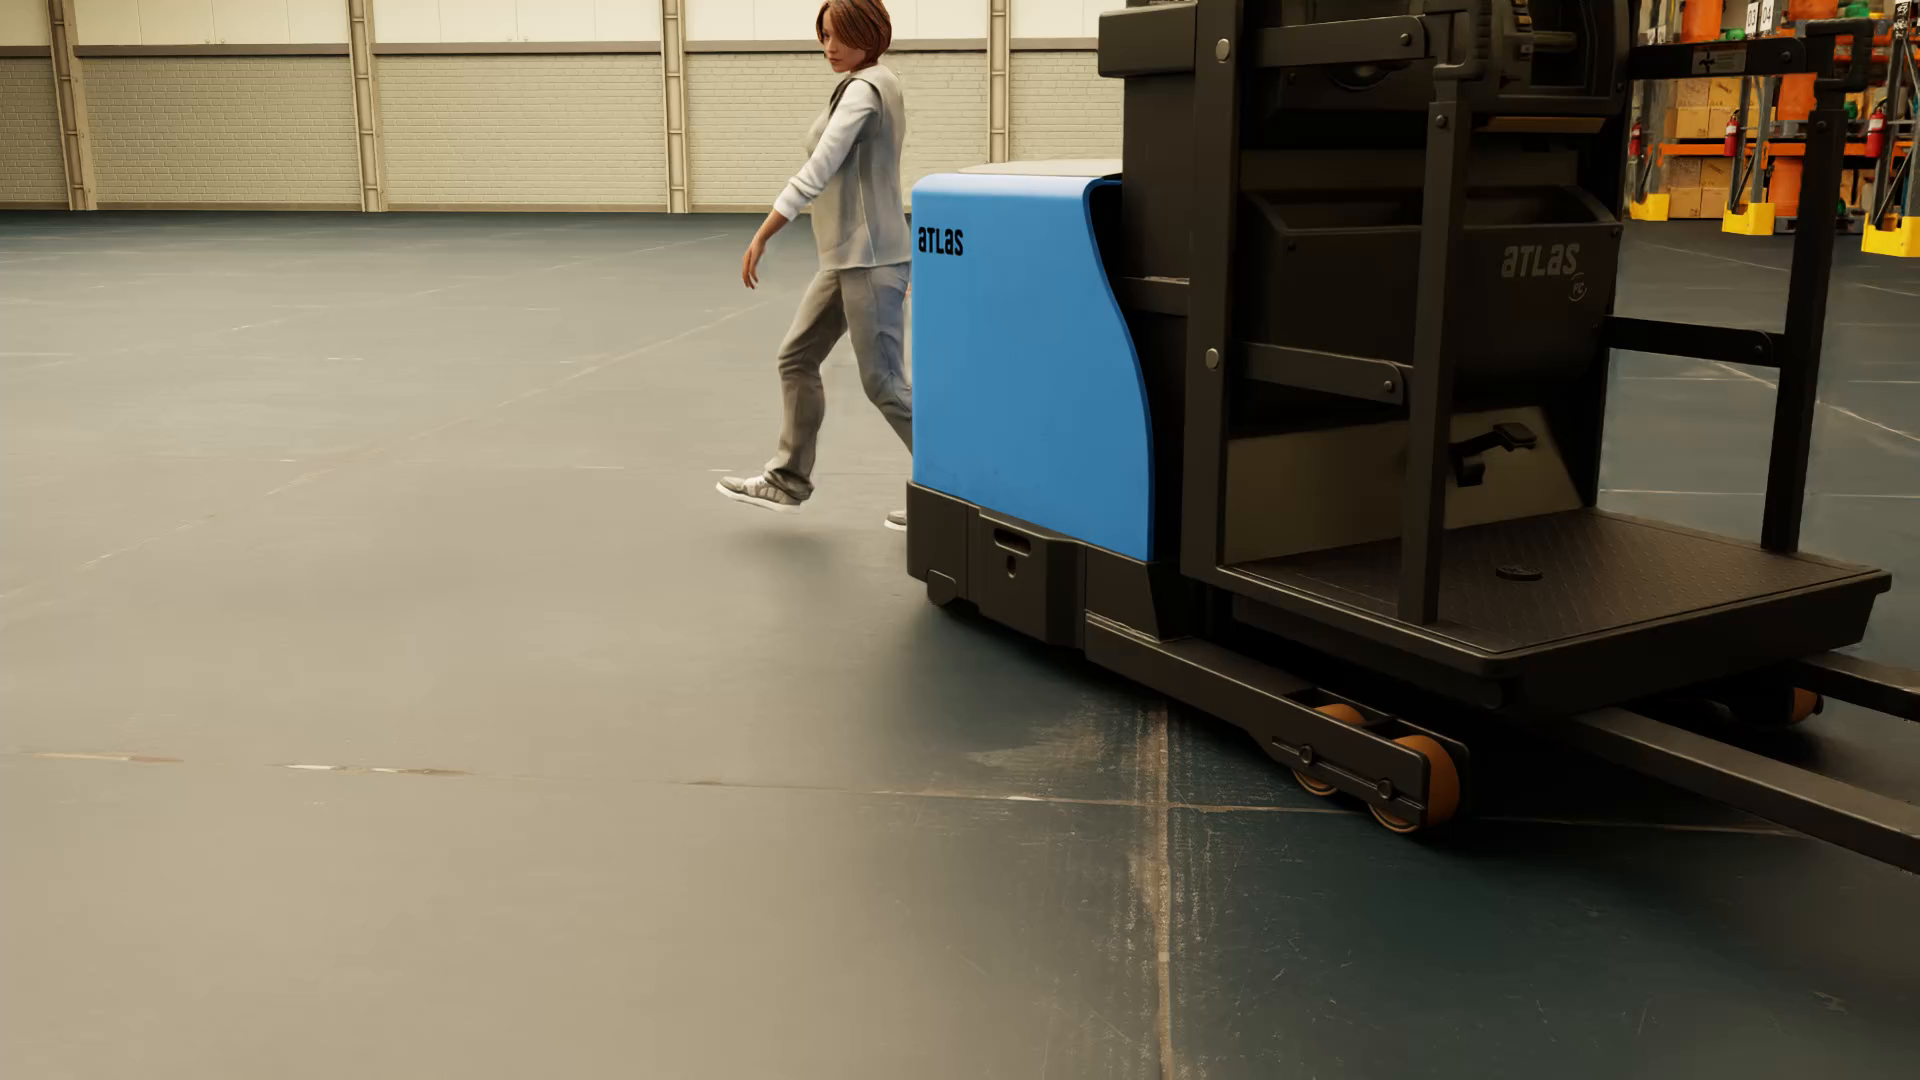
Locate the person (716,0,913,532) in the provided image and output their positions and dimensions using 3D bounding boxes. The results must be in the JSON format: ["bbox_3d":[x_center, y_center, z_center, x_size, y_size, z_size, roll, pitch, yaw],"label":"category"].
[{"bbox_3d":[-0.343,-0.797,4.855,0.806,1.529,0.529,-1,13,-3],"label":"person"}]

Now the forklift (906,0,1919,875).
[{"bbox_3d":[1.052,-1.049,2.998,1.130,2.935,3.031,-8,15,-30],"label":"forklift"}]
